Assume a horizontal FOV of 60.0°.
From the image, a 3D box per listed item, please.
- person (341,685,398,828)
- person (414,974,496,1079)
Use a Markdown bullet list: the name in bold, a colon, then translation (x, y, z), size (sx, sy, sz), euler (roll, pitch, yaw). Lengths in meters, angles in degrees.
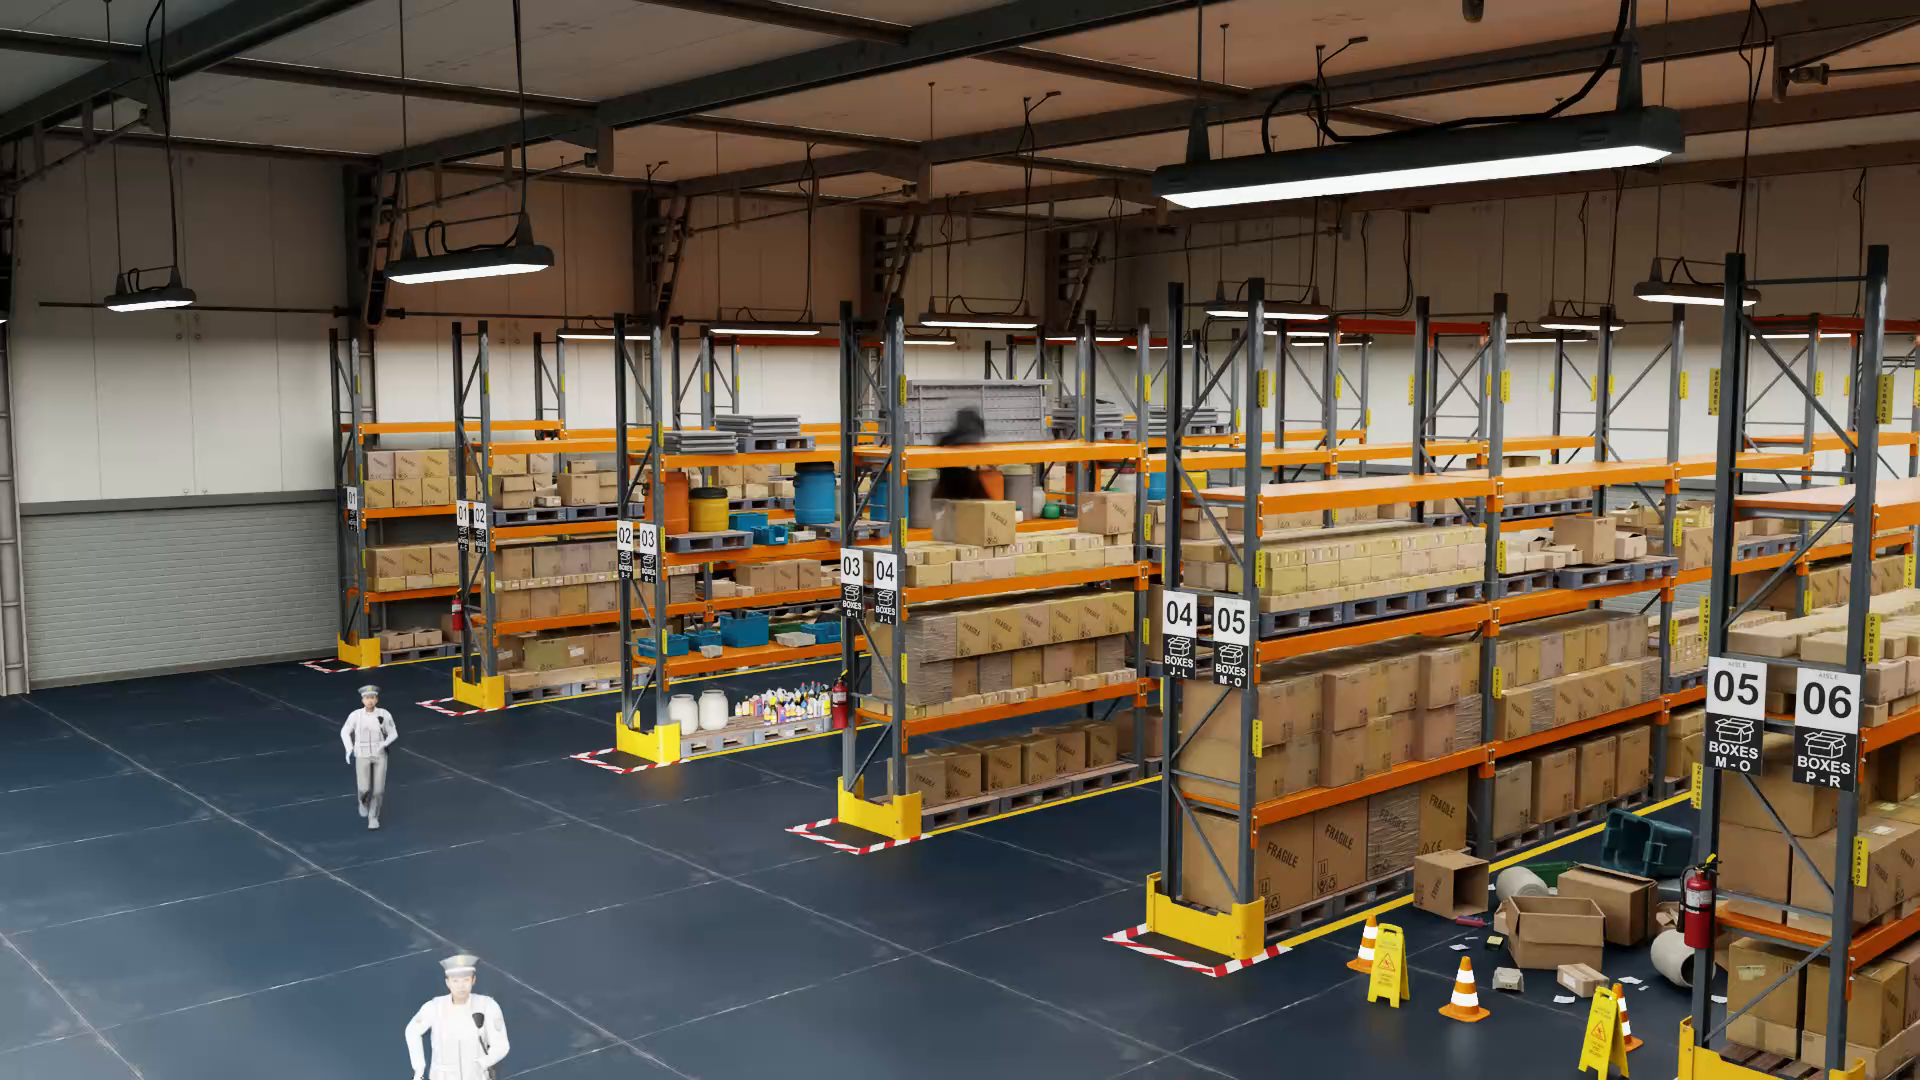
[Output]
- **person**: translation (-6.711, 2.474, 18.938), size (0.608, 1.656, 0.517), euler (-2, 6, -22)
- **person**: translation (-3.055, 3.352, 10.076), size (0.479, 1.630, 0.647), euler (-2, 6, -21)
